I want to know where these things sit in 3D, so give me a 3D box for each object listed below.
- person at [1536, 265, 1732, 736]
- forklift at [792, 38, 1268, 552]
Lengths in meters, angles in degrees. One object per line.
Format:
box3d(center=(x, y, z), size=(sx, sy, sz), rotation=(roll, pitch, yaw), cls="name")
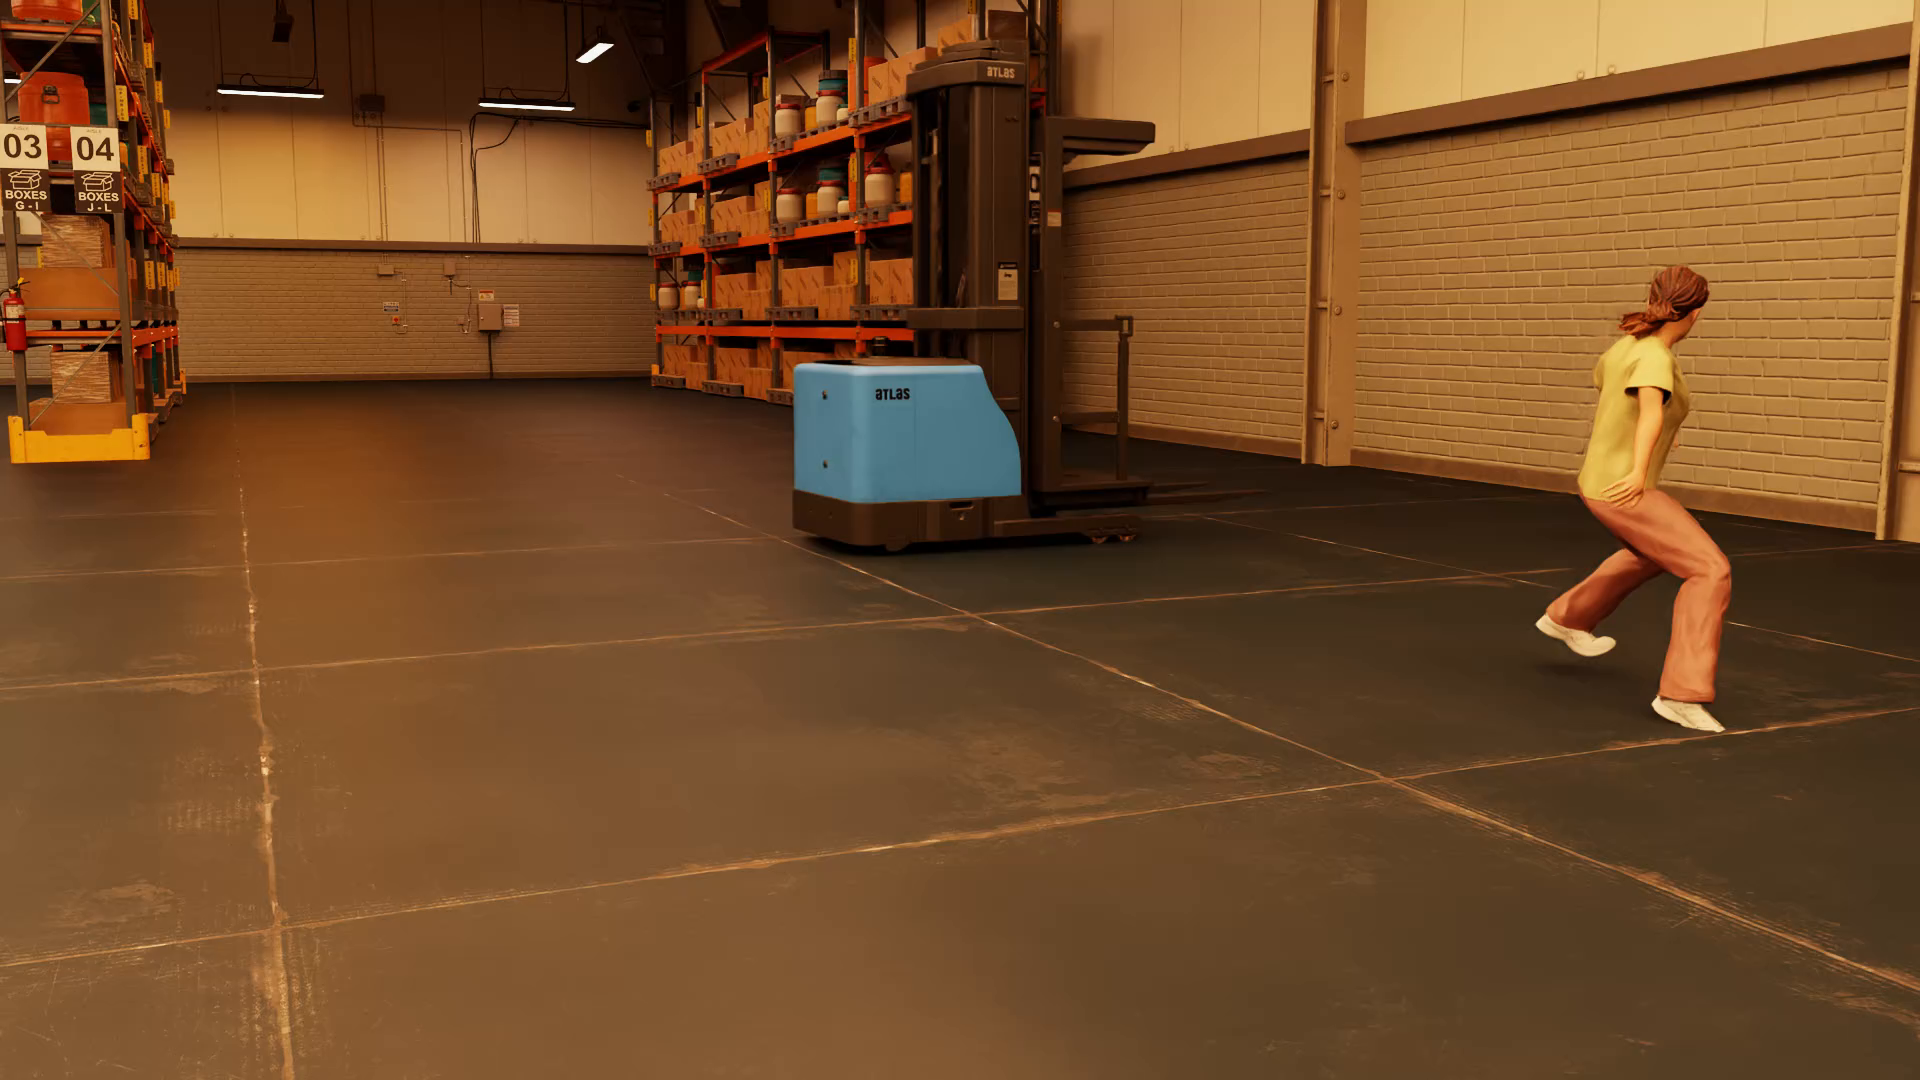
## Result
box3d(center=(2.369, -0.154, 5.782), size=(0.541, 1.581, 1.096), rotation=(2, 8, 12), cls="person")
box3d(center=(0.519, -1.497, 10.292), size=(3.031, 2.935, 1.130), rotation=(-4, 8, -28), cls="forklift")
